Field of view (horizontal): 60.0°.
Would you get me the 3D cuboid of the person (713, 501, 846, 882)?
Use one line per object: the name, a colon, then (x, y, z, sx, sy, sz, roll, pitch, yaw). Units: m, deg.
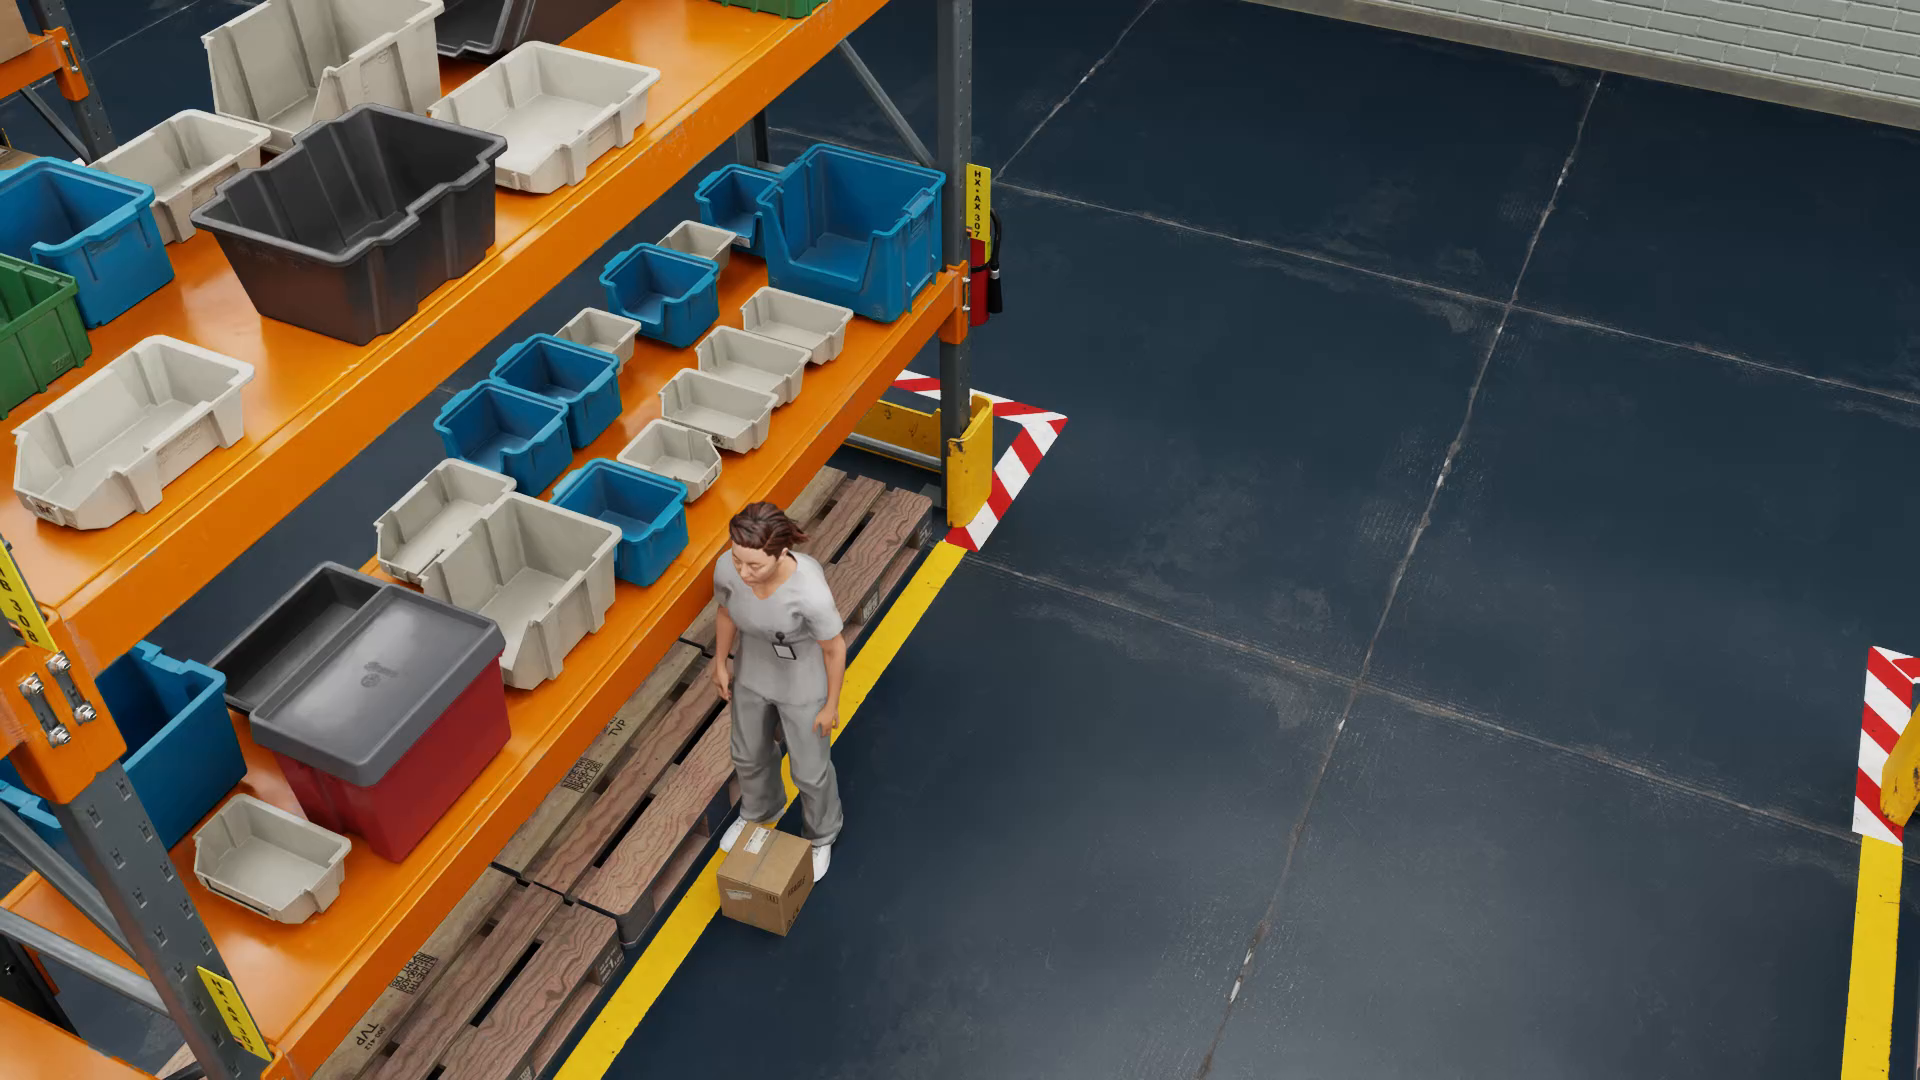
person: (-0.607, 0.494, 5.615, 0.486, 1.673, 0.358, 18, 45, 19)
